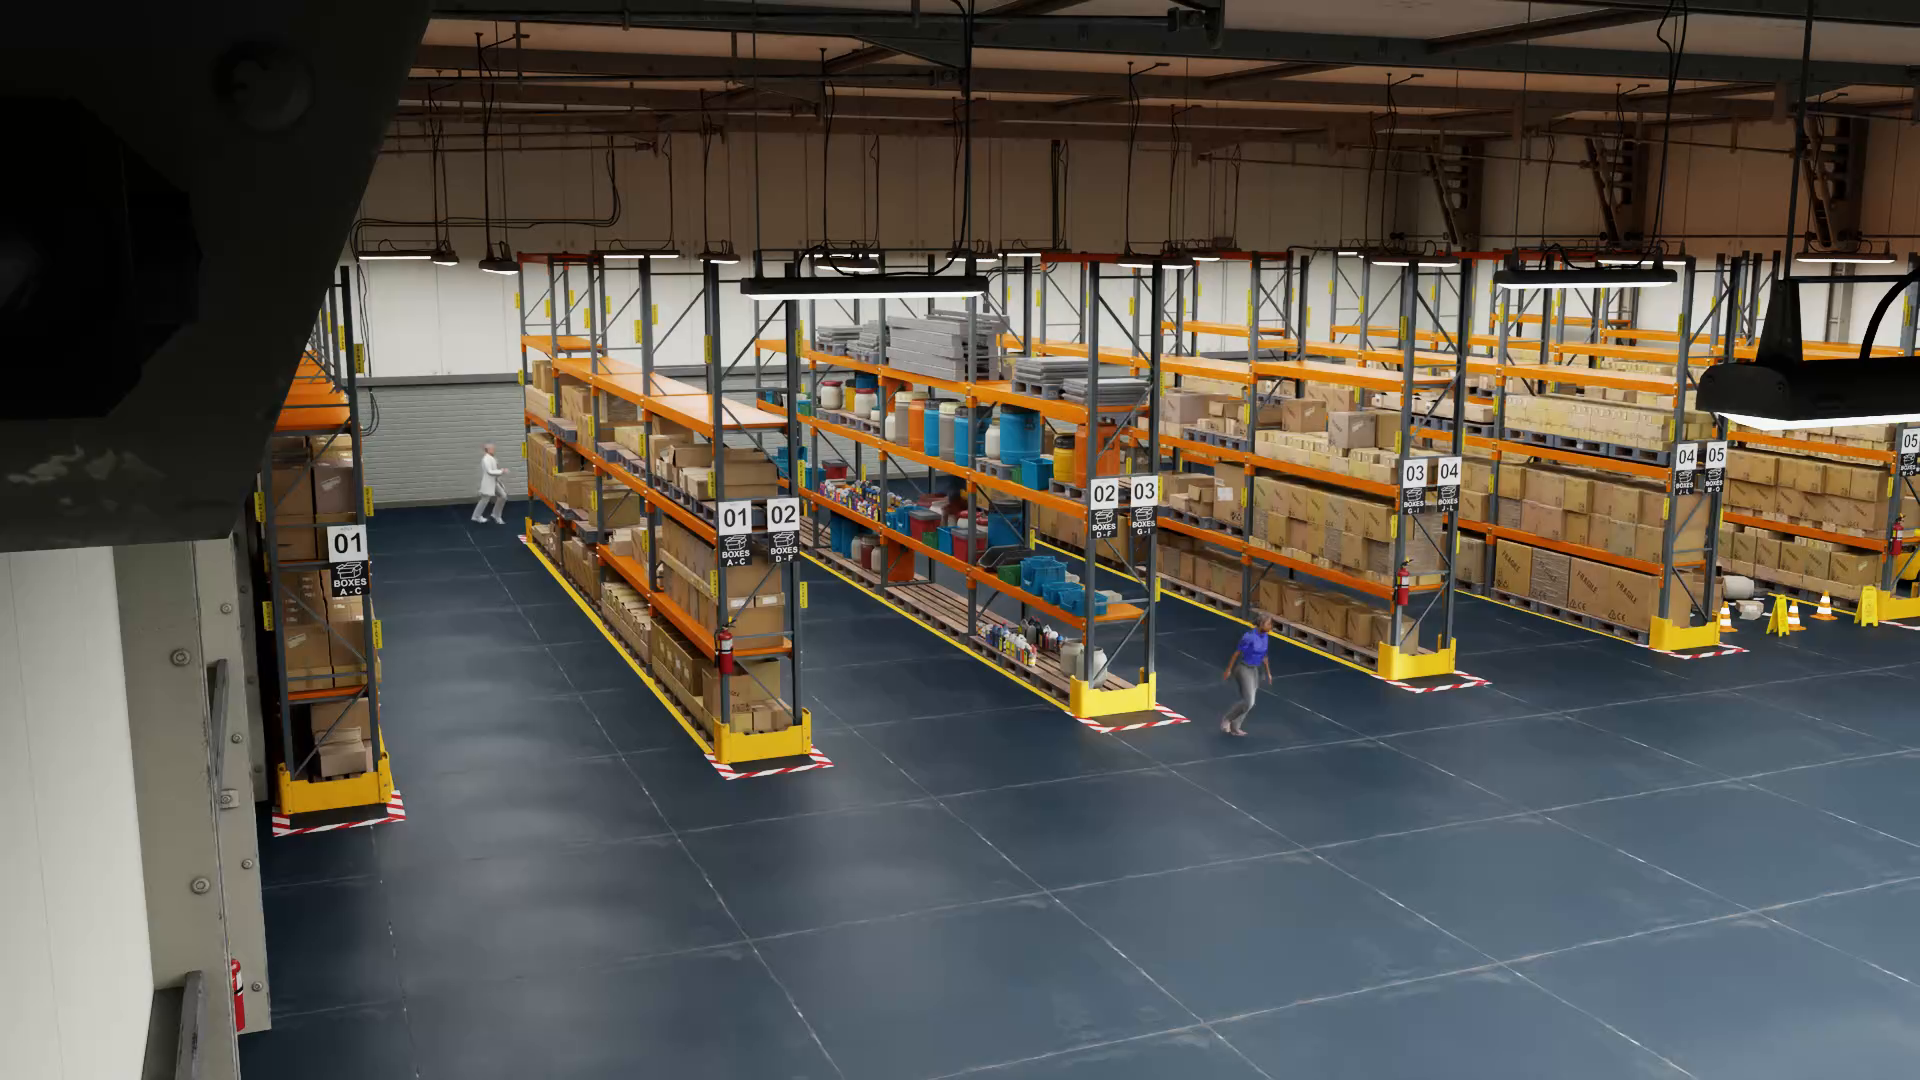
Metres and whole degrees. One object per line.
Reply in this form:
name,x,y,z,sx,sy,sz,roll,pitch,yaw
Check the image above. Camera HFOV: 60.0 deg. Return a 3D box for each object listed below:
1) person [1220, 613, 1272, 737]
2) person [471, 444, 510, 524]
person,3.660,1.725,21.220,0.545,1.635,0.609,8,13,36
person,-10.399,-1.223,36.826,0.909,1.835,0.680,0,10,1
